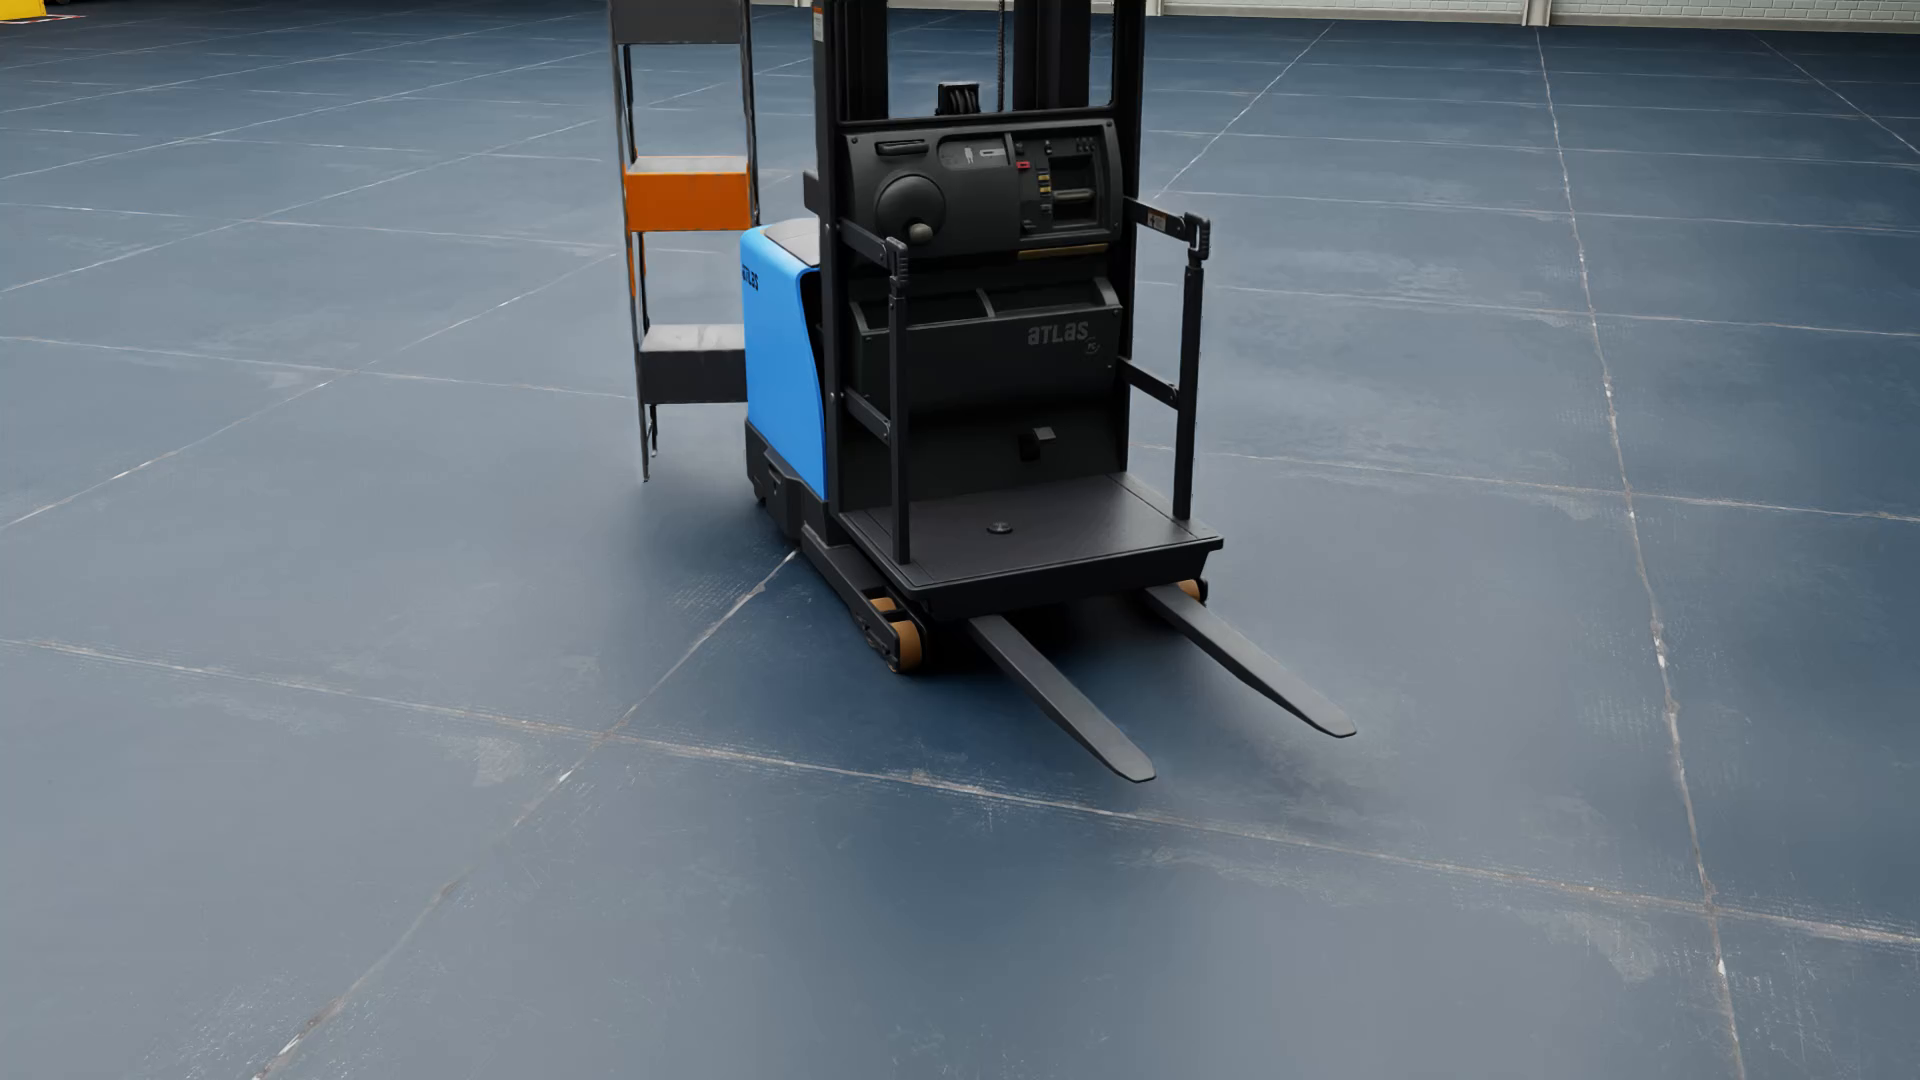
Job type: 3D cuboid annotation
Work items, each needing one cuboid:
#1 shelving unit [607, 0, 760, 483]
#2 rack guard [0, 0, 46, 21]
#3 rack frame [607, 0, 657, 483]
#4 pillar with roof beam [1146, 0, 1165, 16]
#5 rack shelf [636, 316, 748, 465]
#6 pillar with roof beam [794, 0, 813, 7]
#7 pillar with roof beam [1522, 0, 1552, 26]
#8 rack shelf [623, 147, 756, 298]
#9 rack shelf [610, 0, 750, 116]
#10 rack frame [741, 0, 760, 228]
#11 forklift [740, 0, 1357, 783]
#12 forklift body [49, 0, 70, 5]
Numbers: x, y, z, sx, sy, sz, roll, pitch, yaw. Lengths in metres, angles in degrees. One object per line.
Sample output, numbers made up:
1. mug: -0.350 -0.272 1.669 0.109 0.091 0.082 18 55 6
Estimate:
1. shelving unit: -1.064 -1.290 6.649 0.503 2.100 0.431 -1 22 -4
2. rack guard: -15.213 -8.598 26.571 0.348 0.500 1.175 7 23 16
3. rack frame: -1.307 -1.284 6.633 0.015 2.100 0.400 -1 22 -4
4. pillar with roof beam: 1.873 -11.192 21.696 0.400 9.000 9.100 7 23 16
5. rack shelf: -1.064 -0.630 6.919 0.480 0.518 0.431 -1 22 -4
6. pillar with roof beam: -3.871 -11.849 23.300 0.400 9.000 9.100 7 23 16
7. pillar with roof beam: 7.617 -10.534 20.093 0.400 9.000 9.100 7 23 16
8. rack shelf: -1.064 -1.278 6.654 0.480 0.518 0.431 -1 22 -4
9. rack shelf: -1.064 -1.925 6.388 0.480 0.518 0.431 -1 22 -4
10. rack frame: -0.821 -1.296 6.664 0.015 2.100 0.400 -1 22 -4
11. forklift: 0.173 -1.119 5.136 1.130 2.935 3.031 -9 24 -21
12. forklift body: -16.052 -10.702 29.526 1.214 2.155 2.313 7 23 16
